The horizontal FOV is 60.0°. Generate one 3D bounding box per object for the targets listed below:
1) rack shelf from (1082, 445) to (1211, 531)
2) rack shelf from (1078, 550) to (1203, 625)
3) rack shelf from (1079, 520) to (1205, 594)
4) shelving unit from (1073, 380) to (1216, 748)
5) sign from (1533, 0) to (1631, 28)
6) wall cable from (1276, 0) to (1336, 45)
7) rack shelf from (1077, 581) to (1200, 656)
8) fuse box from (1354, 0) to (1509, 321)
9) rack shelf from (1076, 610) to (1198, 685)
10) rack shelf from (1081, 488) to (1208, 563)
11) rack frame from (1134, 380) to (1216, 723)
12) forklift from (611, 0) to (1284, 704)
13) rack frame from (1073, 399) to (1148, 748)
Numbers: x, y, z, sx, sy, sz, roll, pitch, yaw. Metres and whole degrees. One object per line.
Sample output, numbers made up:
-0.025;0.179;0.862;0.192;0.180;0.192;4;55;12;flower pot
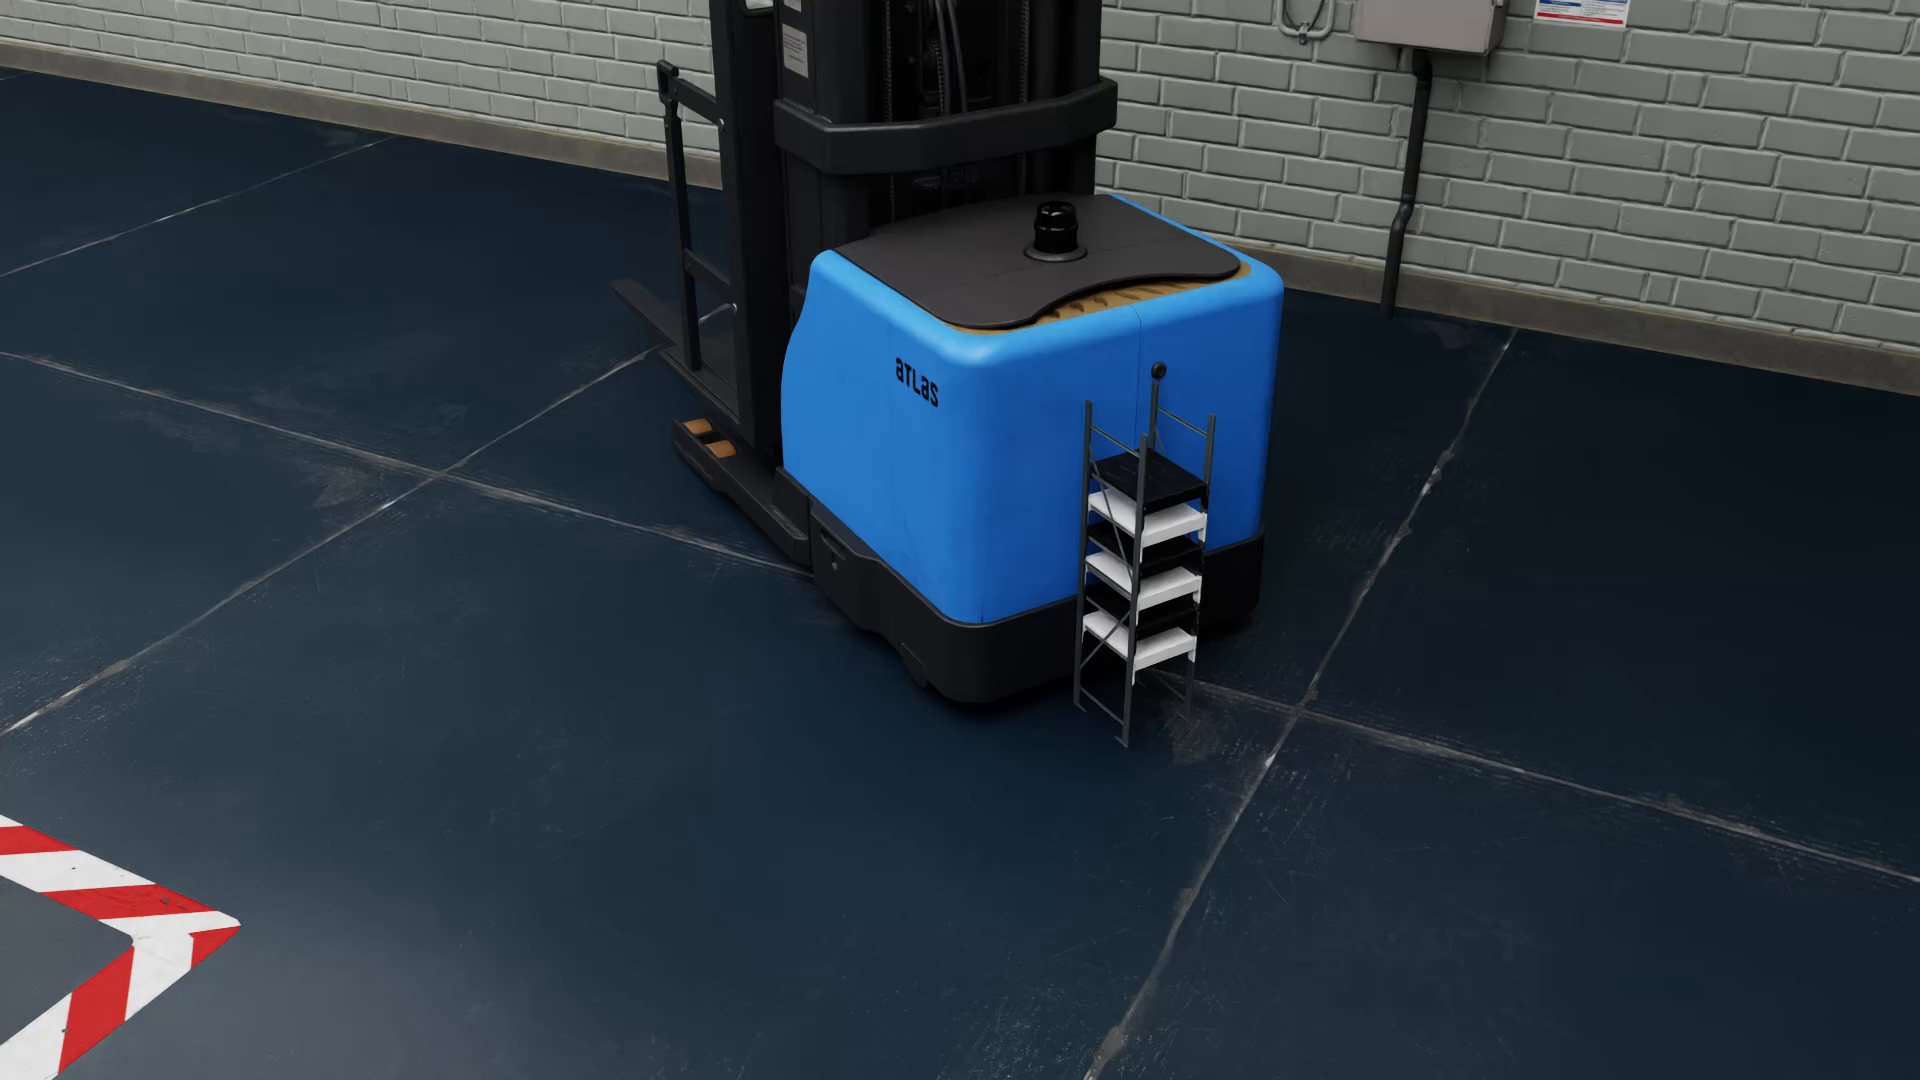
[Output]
0.457;-0.134;4.104;0.200;0.077;0.258;-17;34;-27;rack shelf
0.457;0.100;4.239;0.200;0.077;0.258;-17;34;-27;rack shelf
0.457;0.022;4.194;0.200;0.077;0.258;-17;34;-27;rack shelf
0.457;0.071;4.222;0.210;0.900;0.258;-17;34;-27;shelving unit
2.294;-2.130;6.043;0.329;0.494;0.001;14;33;23;sign
1.225;-2.857;6.192;0.588;1.984;0.122;14;33;23;wall cable
0.457;0.178;4.284;0.200;0.077;0.258;-17;34;-27;rack shelf
1.760;-1.633;6.375;0.539;1.711;0.414;14;33;23;fuse box
0.457;0.256;4.328;0.200;0.077;0.258;-17;34;-27;rack shelf
0.457;-0.056;4.149;0.200;0.077;0.258;-17;34;-27;rack shelf
0.544;0.044;4.269;0.006;0.900;0.240;-17;34;-27;rack frame
-0.322;-1.541;4.990;1.130;2.935;3.031;-17;34;-26;forklift
0.371;0.098;4.175;0.006;0.900;0.240;-17;34;-27;rack frame
